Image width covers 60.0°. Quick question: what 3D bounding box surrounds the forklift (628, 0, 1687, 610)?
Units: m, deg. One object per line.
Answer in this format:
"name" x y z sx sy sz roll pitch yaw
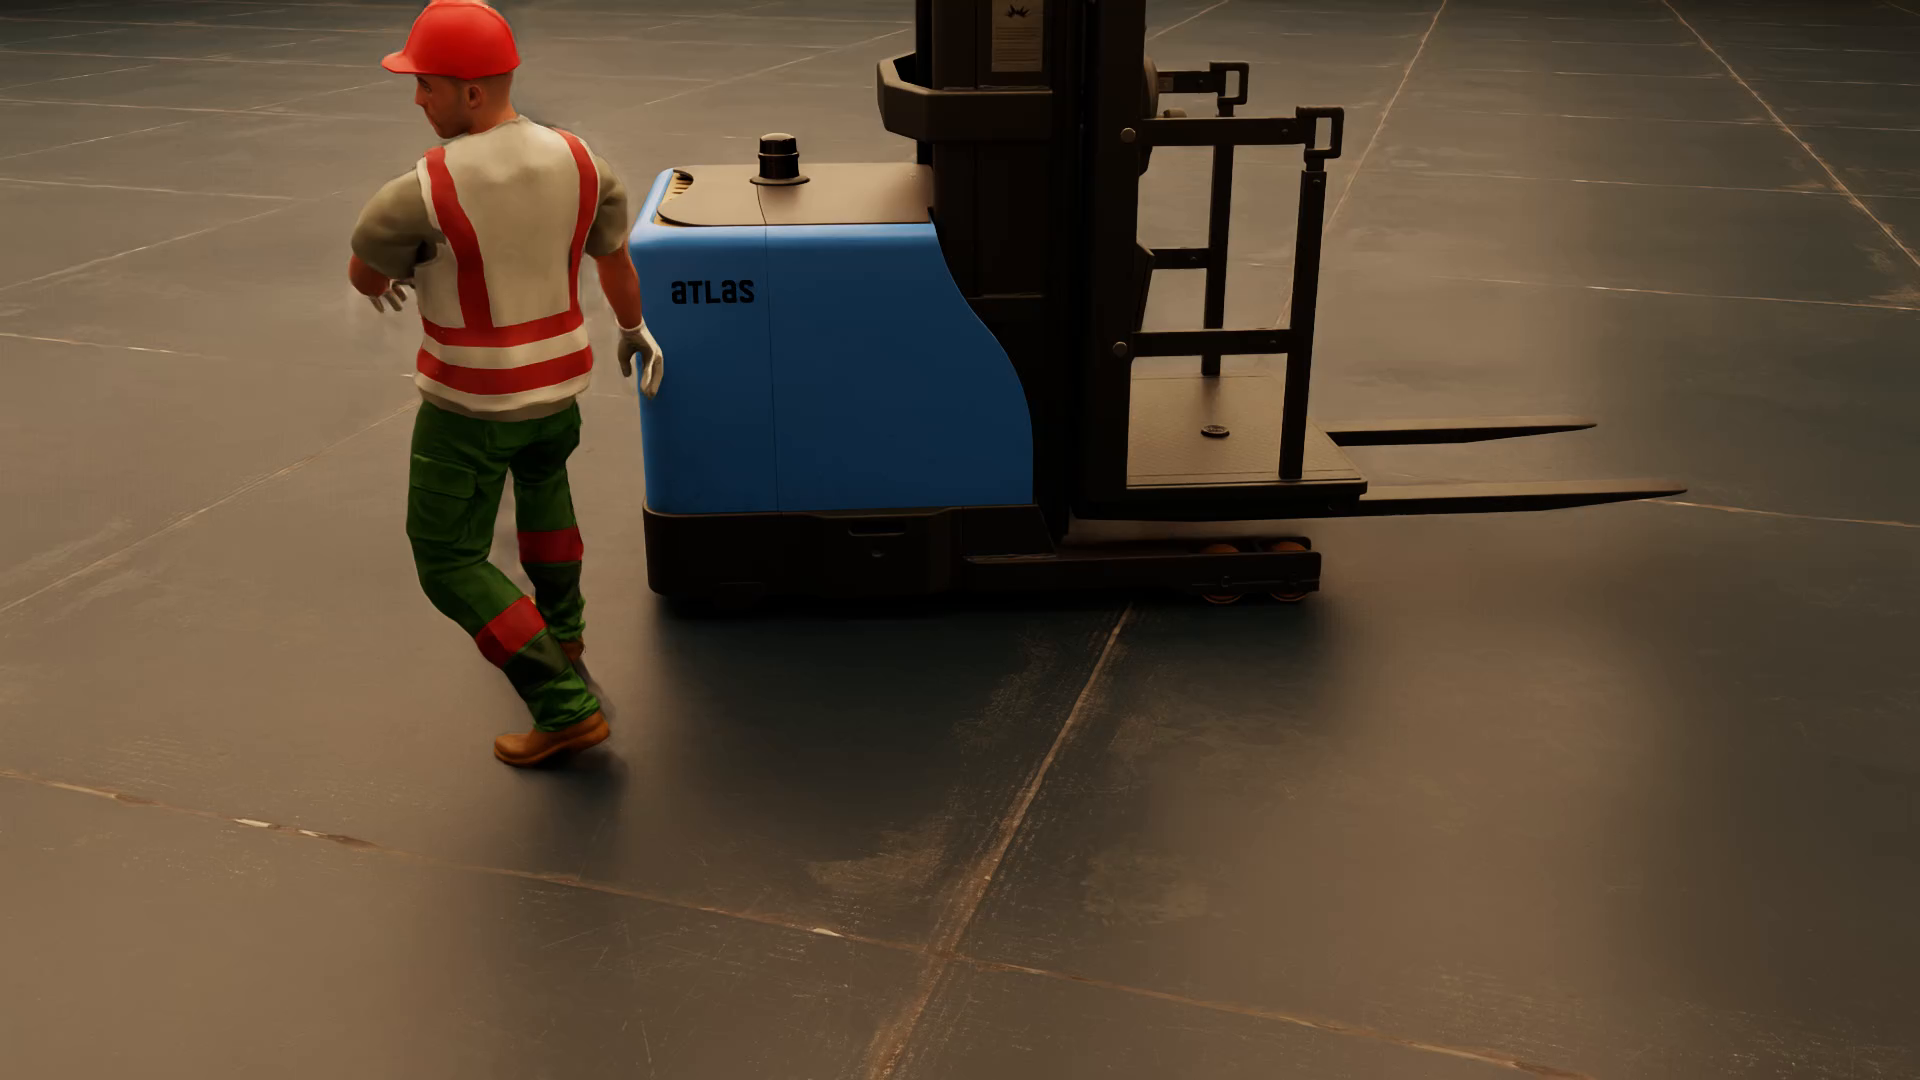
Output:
"forklift" 0.606 -1.374 4.608 3.031 2.935 1.130 -2 23 -4

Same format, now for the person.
"person" -1.029 -0.402 3.919 0.828 1.697 0.756 15 27 33
